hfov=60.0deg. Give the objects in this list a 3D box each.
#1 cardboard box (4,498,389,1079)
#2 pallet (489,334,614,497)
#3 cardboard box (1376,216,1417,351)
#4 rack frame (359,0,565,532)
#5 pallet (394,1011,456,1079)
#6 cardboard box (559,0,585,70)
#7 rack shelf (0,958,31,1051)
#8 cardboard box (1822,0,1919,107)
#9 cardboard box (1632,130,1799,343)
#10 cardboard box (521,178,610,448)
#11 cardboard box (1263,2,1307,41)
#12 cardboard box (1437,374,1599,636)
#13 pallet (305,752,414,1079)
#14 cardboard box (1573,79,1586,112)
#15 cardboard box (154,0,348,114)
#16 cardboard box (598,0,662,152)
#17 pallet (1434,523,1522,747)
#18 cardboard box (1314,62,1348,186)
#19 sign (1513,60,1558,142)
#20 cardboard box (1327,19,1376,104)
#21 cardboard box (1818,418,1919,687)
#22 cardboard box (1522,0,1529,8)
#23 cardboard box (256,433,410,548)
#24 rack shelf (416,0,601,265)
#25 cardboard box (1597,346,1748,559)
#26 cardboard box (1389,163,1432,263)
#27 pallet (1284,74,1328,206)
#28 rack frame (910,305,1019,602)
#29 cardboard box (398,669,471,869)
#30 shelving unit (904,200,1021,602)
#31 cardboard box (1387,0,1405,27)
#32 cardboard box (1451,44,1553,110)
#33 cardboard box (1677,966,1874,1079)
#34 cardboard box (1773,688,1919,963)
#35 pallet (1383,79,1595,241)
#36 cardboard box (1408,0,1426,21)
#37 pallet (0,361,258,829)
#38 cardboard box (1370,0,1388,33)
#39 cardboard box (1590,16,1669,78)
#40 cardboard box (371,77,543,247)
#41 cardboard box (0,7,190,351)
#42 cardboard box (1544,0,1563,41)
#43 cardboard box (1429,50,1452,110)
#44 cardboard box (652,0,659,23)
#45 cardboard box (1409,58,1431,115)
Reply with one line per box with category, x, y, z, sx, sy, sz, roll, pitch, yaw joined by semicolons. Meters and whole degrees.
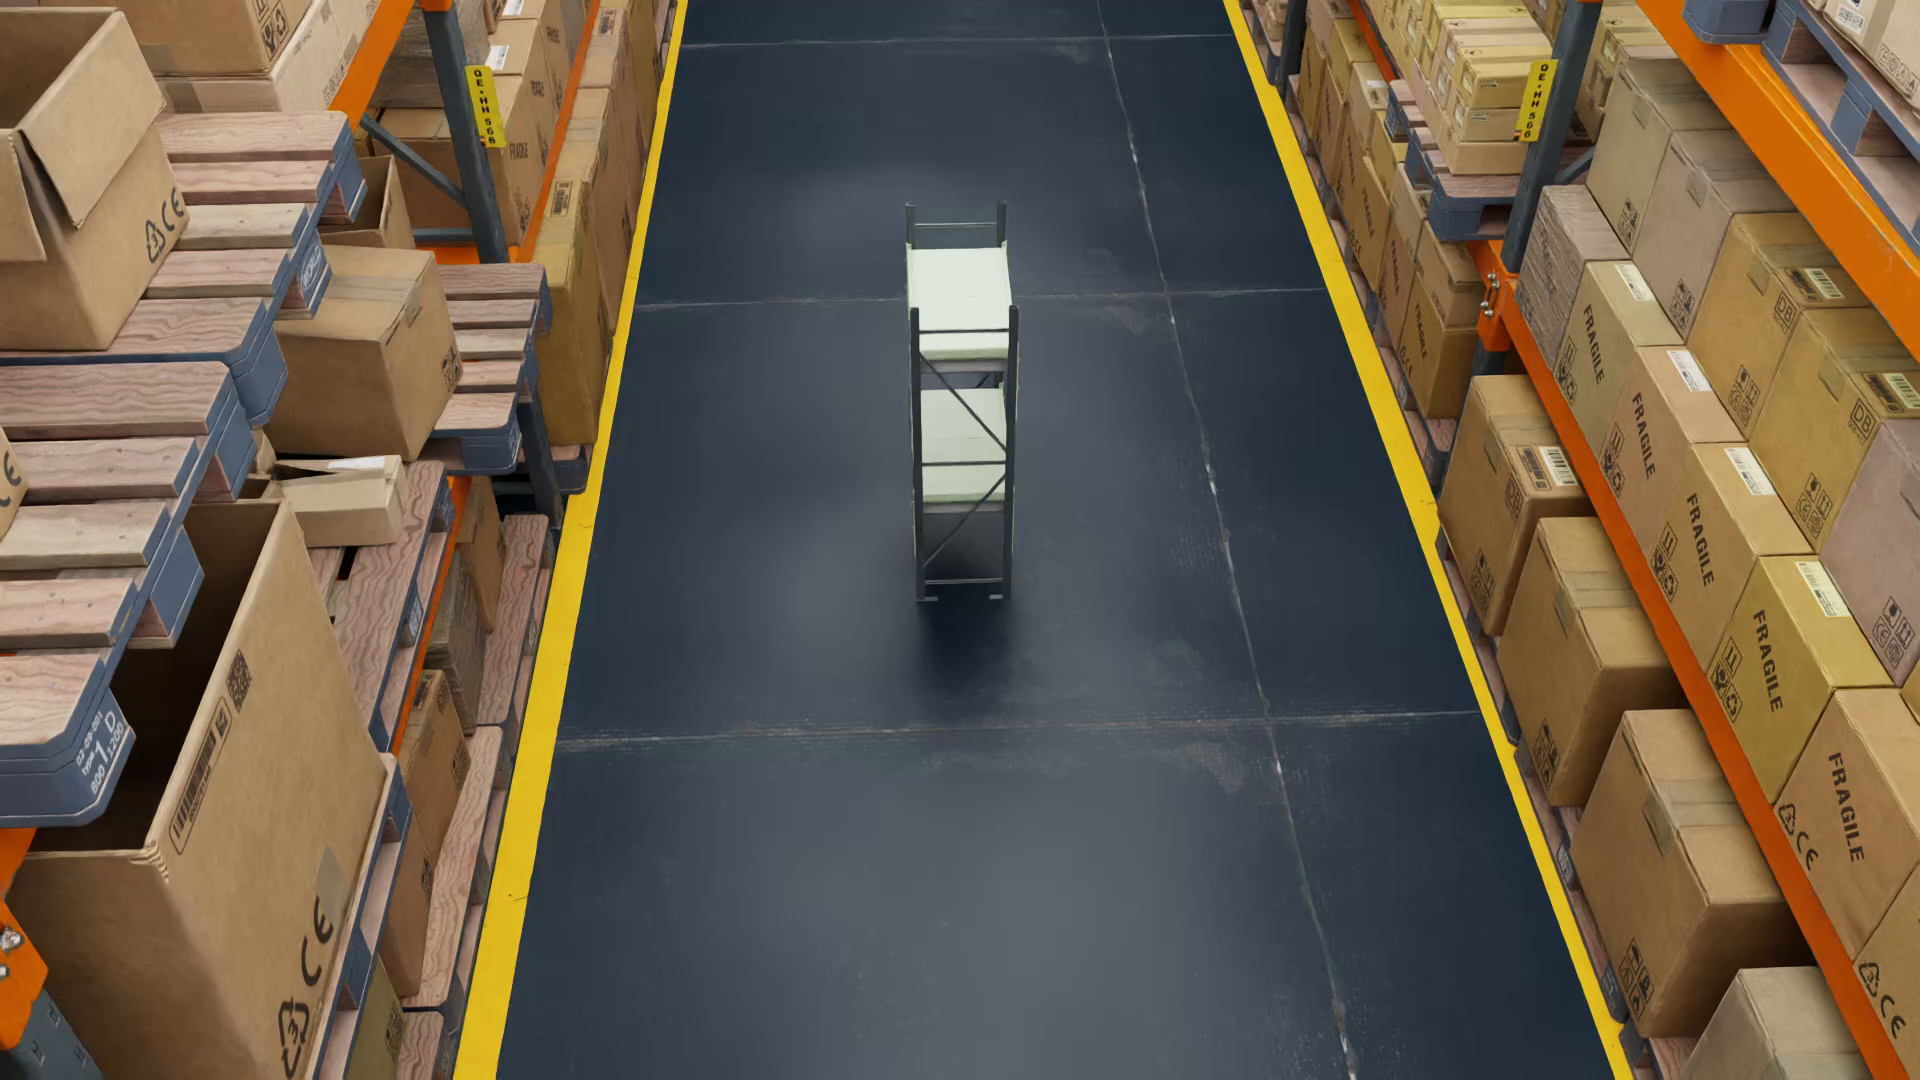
cardboard box;-2.012;0.612;3.758;1.000;1.000;1.000;-1;43;-2
pallet;-2.246;-0.679;7.984;1.003;0.211;1.213;-2;43;-2
cardboard box;2.364;-1.267;8.101;0.500;0.500;0.500;0;43;0
rack frame;-2.288;-1.172;6.459;1.000;3.000;0.127;-2;43;-2
pallet;-2.153;2.030;5.028;1.003;0.211;1.213;-2;43;-2
cardboard box;-2.106;-2.577;7.917;0.500;0.500;0.500;-1;43;-2
rack shelf;-2.033;2.038;1.269;1.077;0.370;4.000;-2;43;-2
cardboard box;2.526;-1.331;4.093;0.500;0.311;0.500;-2;43;-3
cardboard box;2.704;-1.007;5.465;0.700;0.500;0.500;-2;43;-2
cardboard box;-2.297;-1.010;7.544;1.225;0.875;0.875;-3;43;-4
cardboard box;2.145;-3.306;10.585;0.380;0.149;0.250;-1;43;-1
cardboard box;2.608;-0.158;6.707;1.050;0.750;0.750;-2;43;-2
pallet;-2.005;1.079;4.145;1.003;0.211;1.213;-2;43;-2
cardboard box;2.831;-1.980;7.215;0.380;0.149;0.250;0;43;0
cardboard box;-1.970;-1.235;4.419;0.500;0.250;0.500;-1;43;-1
cardboard box;-2.411;-2.813;9.510;1.225;0.875;0.875;-2;43;-2
pallet;2.630;0.316;6.899;1.003;0.211;1.213;-2;43;-2
cardboard box;2.292;-2.317;9.246;0.500;0.500;0.500;0;43;0
sign;2.130;-1.622;6.151;0.100;0.325;0.005;-2;43;-2
cardboard box;2.294;-2.591;8.990;0.500;0.250;0.500;-1;43;-1
cardboard box;2.770;0.025;4.338;0.700;0.500;0.500;-1;43;-1
cardboard box;2.796;-2.512;7.795;0.380;0.149;0.250;-1;43;-1
cardboard box;-1.948;-0.160;5.143;0.396;0.266;0.258;-3;43;-3
rack shelf;-2.373;-2.257;8.175;1.077;0.370;4.000;-2;43;-2
cardboard box;2.466;-0.289;5.421;0.500;0.500;0.500;-2;43;-2
cardboard box;2.348;-1.551;7.856;0.500;0.250;0.500;-1;43;-1
pallet;2.536;-2.393;9.855;1.003;0.211;1.213;-2;43;-2
rack frame;0.016;-0.301;6.618;0.400;1.500;0.023;-2;43;-2
cardboard box;-2.172;0.795;5.836;0.700;0.500;0.500;2;43;2
shelving unit;0.000;-0.548;6.888;0.431;1.500;0.755;-2;43;-2
cardboard box;2.151;-2.434;7.490;0.380;0.149;0.250;-2;43;-2
cardboard box;2.193;-1.846;6.628;0.380;0.149;0.250;-3;43;-3
cardboard box;2.725;1.712;4.666;1.050;0.750;0.750;-2;43;-2
cardboard box;2.531;0.731;4.308;0.500;0.500;0.500;-2;43;-2
pallet;2.535;-1.654;7.126;1.213;0.211;1.003;-2;43;-2
cardboard box;2.158;-2.372;7.203;0.380;0.149;0.250;0;43;-1
pallet;-2.038;0.072;3.021;1.213;0.211;1.003;-2;43;-2
cardboard box;2.142;-2.495;7.776;0.380;0.149;0.250;0;43;0
cardboard box;2.832;-2.027;6.826;0.380;0.149;0.250;-3;43;-3
cardboard box;-2.037;-1.545;6.791;0.500;0.500;0.500;0;43;-1
cardboard box;-2.080;-0.727;3.366;0.797;0.503;0.637;0;43;0
cardboard box;2.812;-2.284;7.326;0.380;0.149;0.250;-1;43;-2
cardboard box;2.183;-1.919;6.928;0.380;0.149;0.250;0;43;0
cardboard box;-2.406;-3.692;10.469;0.875;0.875;0.875;-2;43;-2
cardboard box;2.171;-1.970;7.204;0.380;0.149;0.250;-1;43;-1
